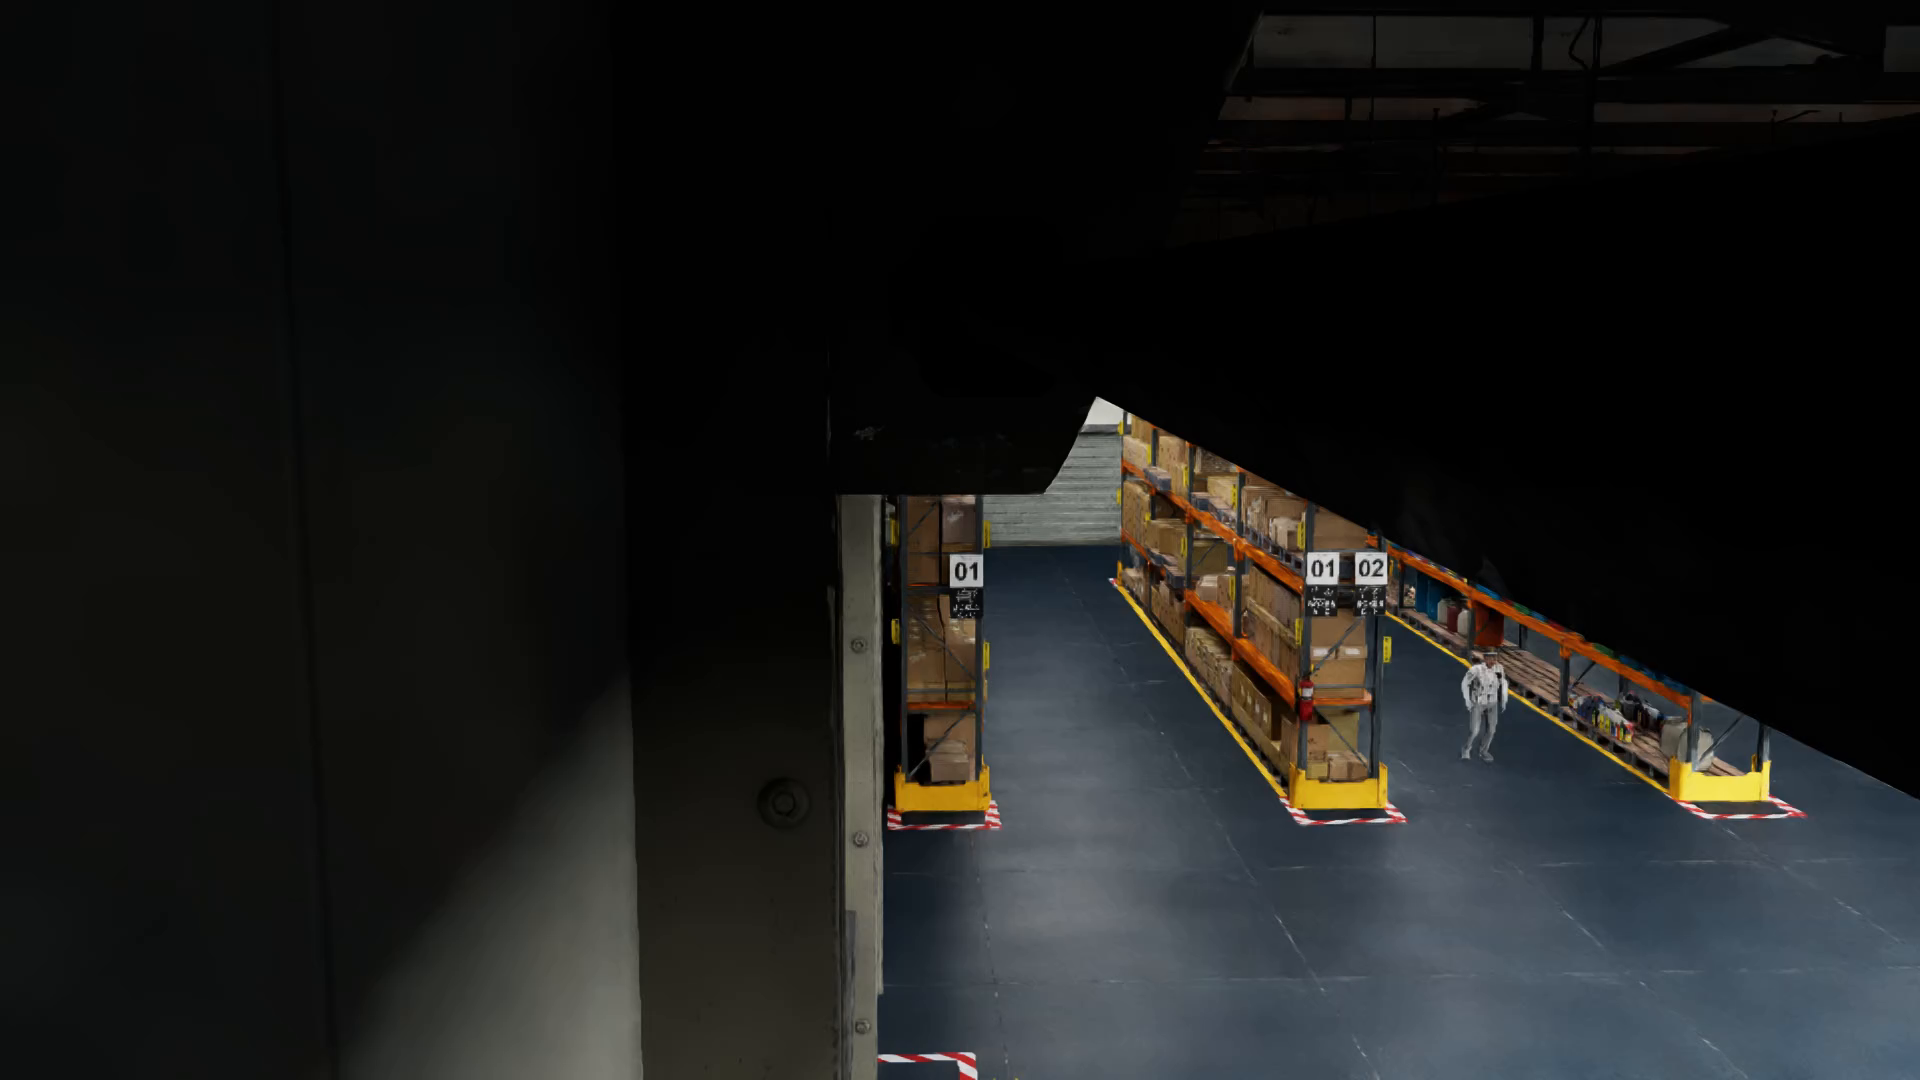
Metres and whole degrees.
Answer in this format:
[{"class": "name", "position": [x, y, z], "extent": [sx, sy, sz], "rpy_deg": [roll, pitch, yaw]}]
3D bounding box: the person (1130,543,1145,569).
[{"class": "person", "position": [4.116, -0.026, 37.636], "extent": [0.600, 1.645, 0.538], "rpy_deg": [-6, 10, -34]}]

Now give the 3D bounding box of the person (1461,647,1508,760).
[{"class": "person", "position": [7.124, 2.213, 22.608], "extent": [0.639, 1.632, 0.506], "rpy_deg": [-1, 8, -4]}]
